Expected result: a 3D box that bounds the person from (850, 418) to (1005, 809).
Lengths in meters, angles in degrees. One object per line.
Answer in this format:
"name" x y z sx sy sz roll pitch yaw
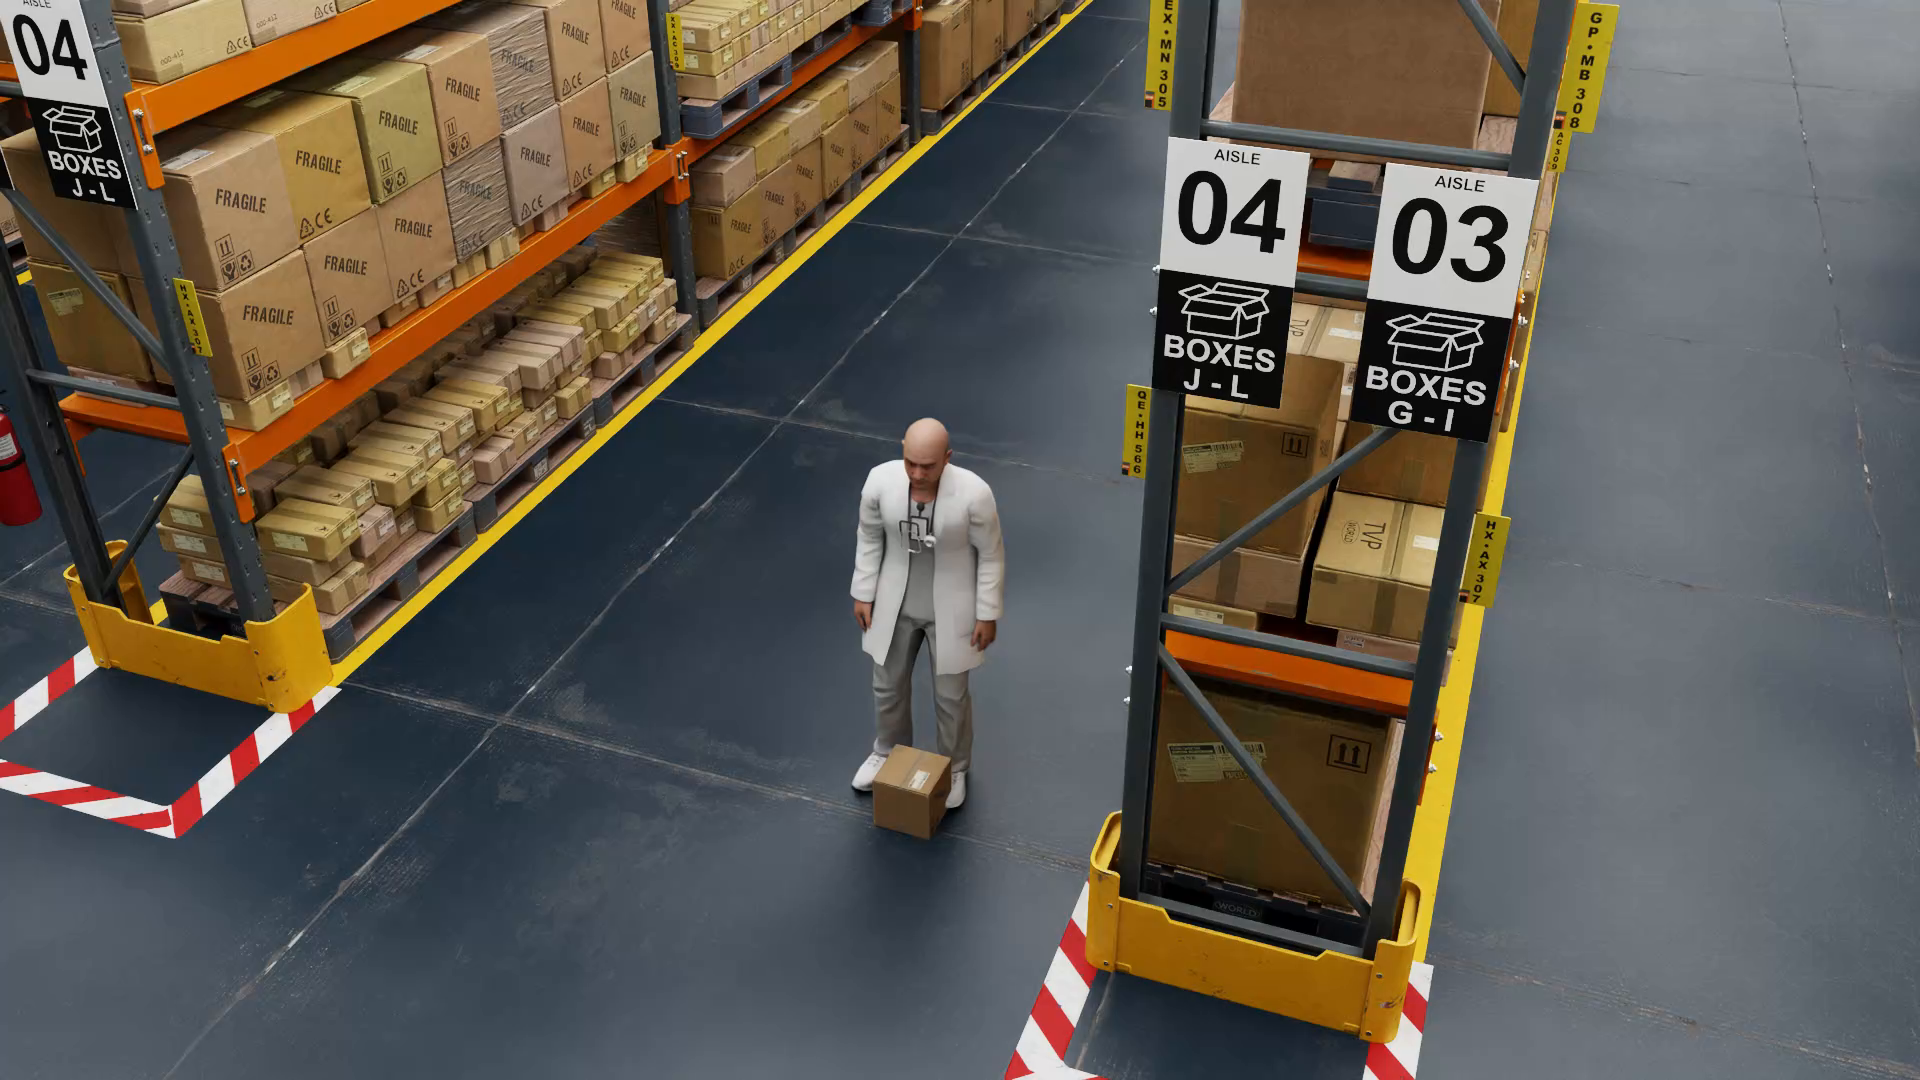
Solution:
"person" -0.139 0.279 6.722 0.642 1.772 0.418 9 34 14
